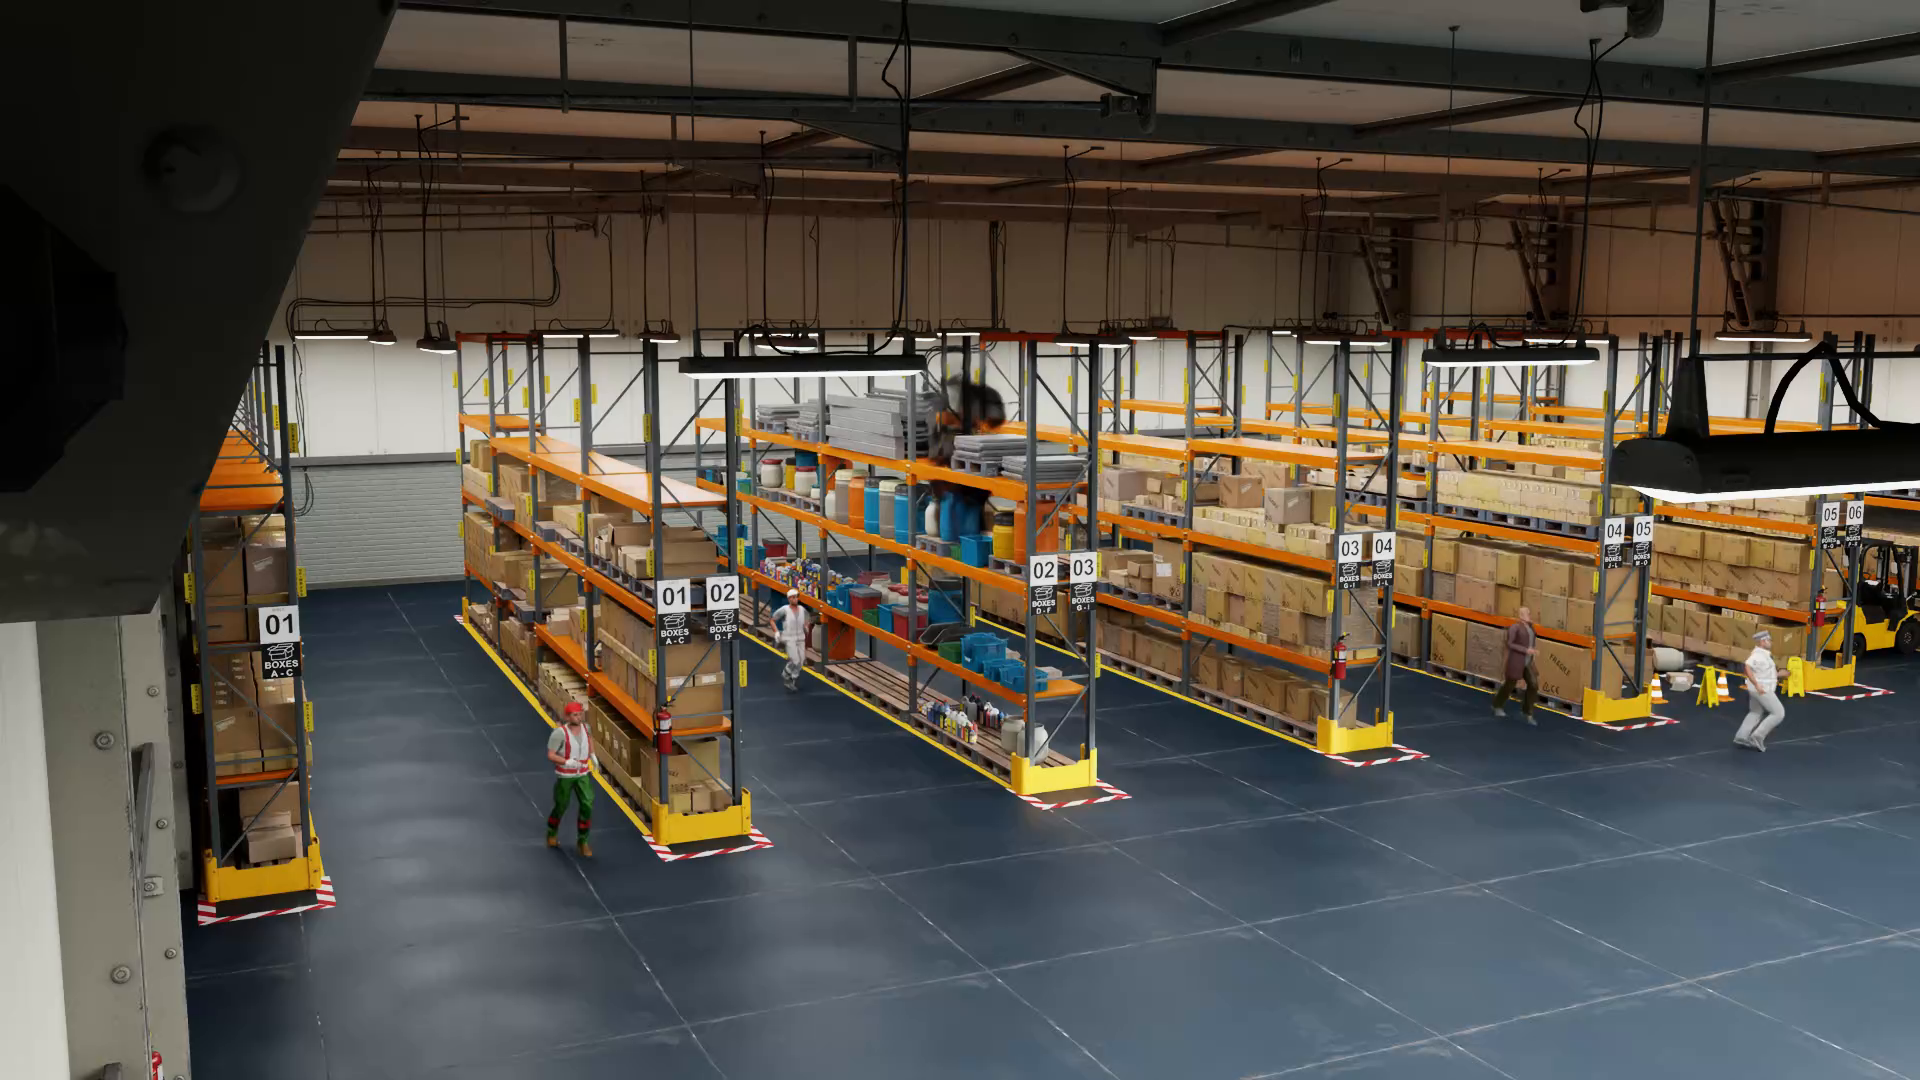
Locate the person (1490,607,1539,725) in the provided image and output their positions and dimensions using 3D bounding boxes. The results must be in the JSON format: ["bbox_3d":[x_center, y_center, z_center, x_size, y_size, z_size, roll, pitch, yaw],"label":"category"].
[{"bbox_3d":[8.778,1.958,26.055,0.747,1.856,0.816,-4,9,-29],"label":"person"}]

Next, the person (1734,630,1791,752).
[{"bbox_3d":[11.736,2.200,24.269,0.694,1.795,0.641,3,8,19],"label":"person"}]

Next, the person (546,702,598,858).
[{"bbox_3d":[-4.567,2.811,19.667,0.696,1.853,0.754,-6,10,-40],"label":"person"}]

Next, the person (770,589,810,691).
[{"bbox_3d":[-2.768,1.698,27.906,0.643,1.742,0.615,-5,9,-34],"label":"person"}]
